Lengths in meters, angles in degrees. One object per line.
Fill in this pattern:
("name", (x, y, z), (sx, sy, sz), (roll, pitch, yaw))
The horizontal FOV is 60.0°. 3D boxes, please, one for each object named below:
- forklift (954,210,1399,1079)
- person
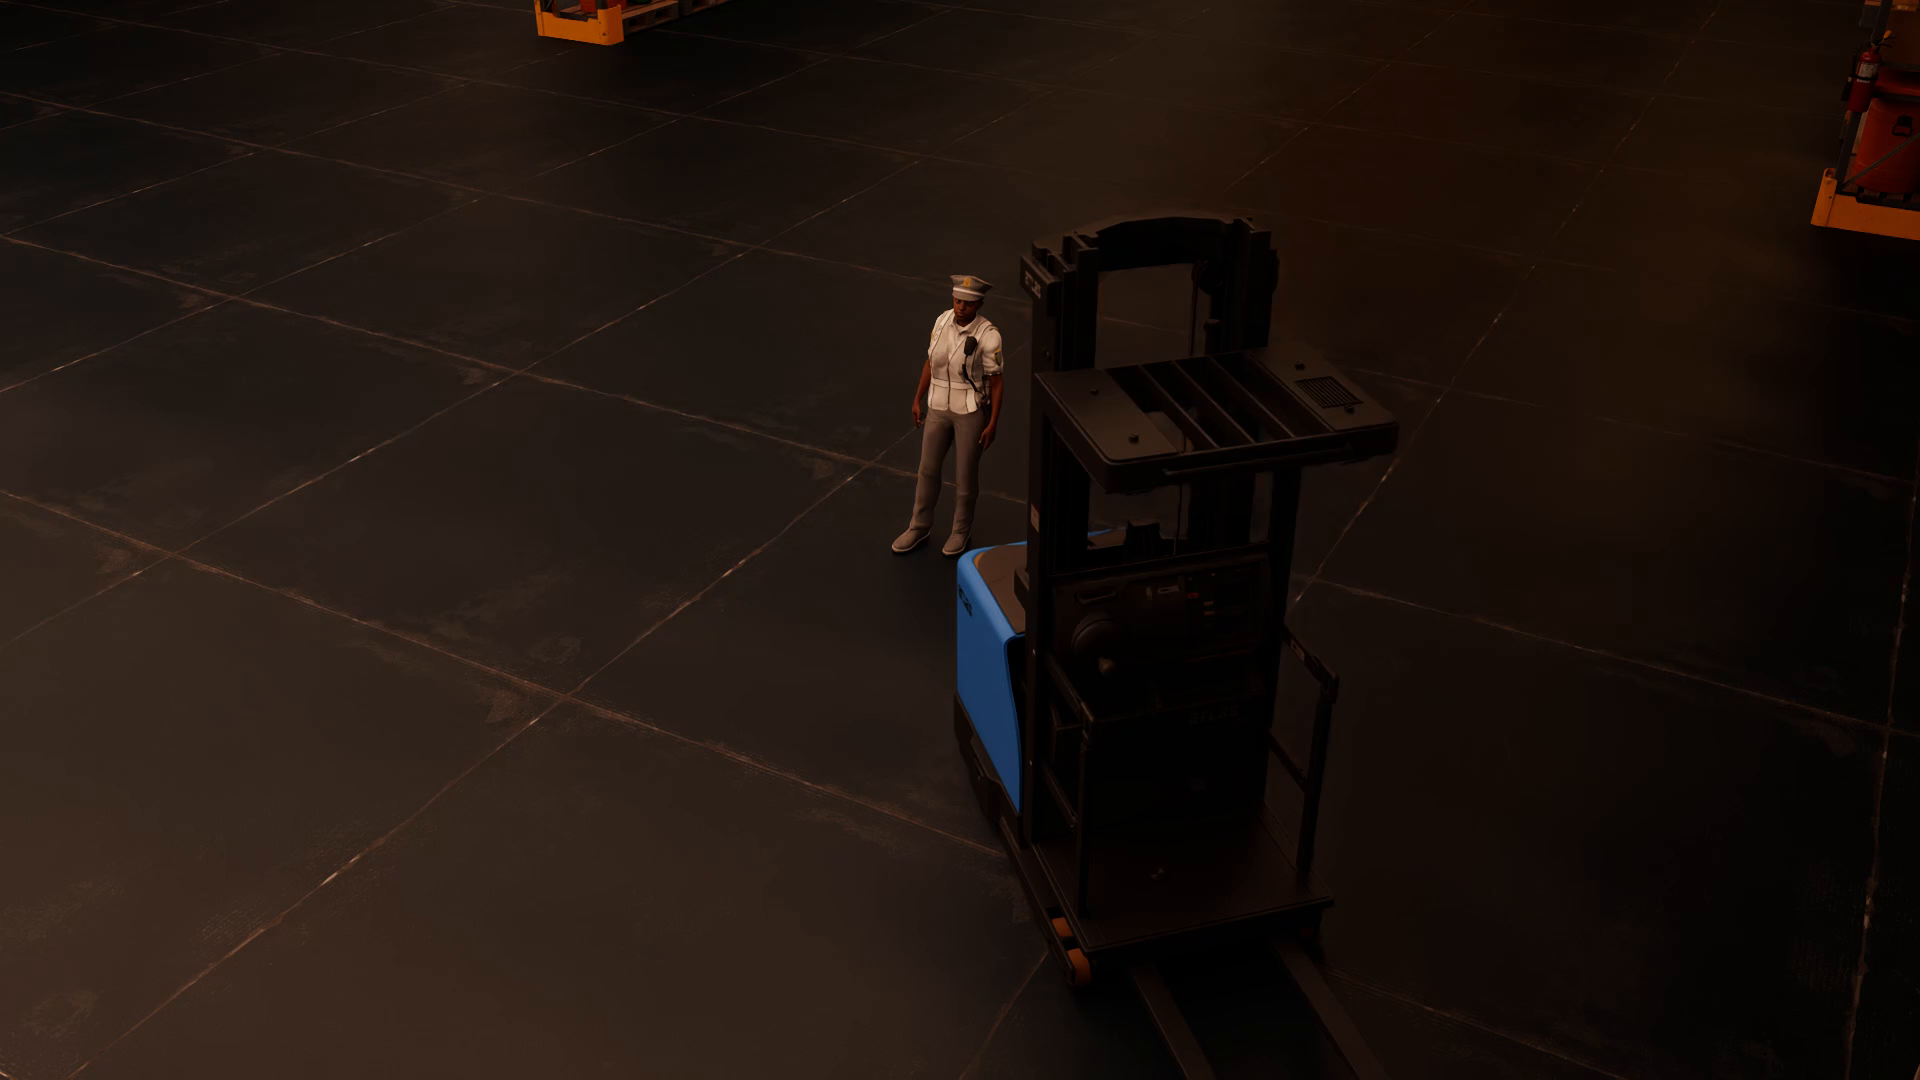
("forklift", (0.877, 0.348, 6.468), (1.130, 2.935, 3.031), (-8, 31, -14))
("person", (-0.054, -0.712, 9.527), (0.569, 1.694, 0.529), (15, 33, 25))
